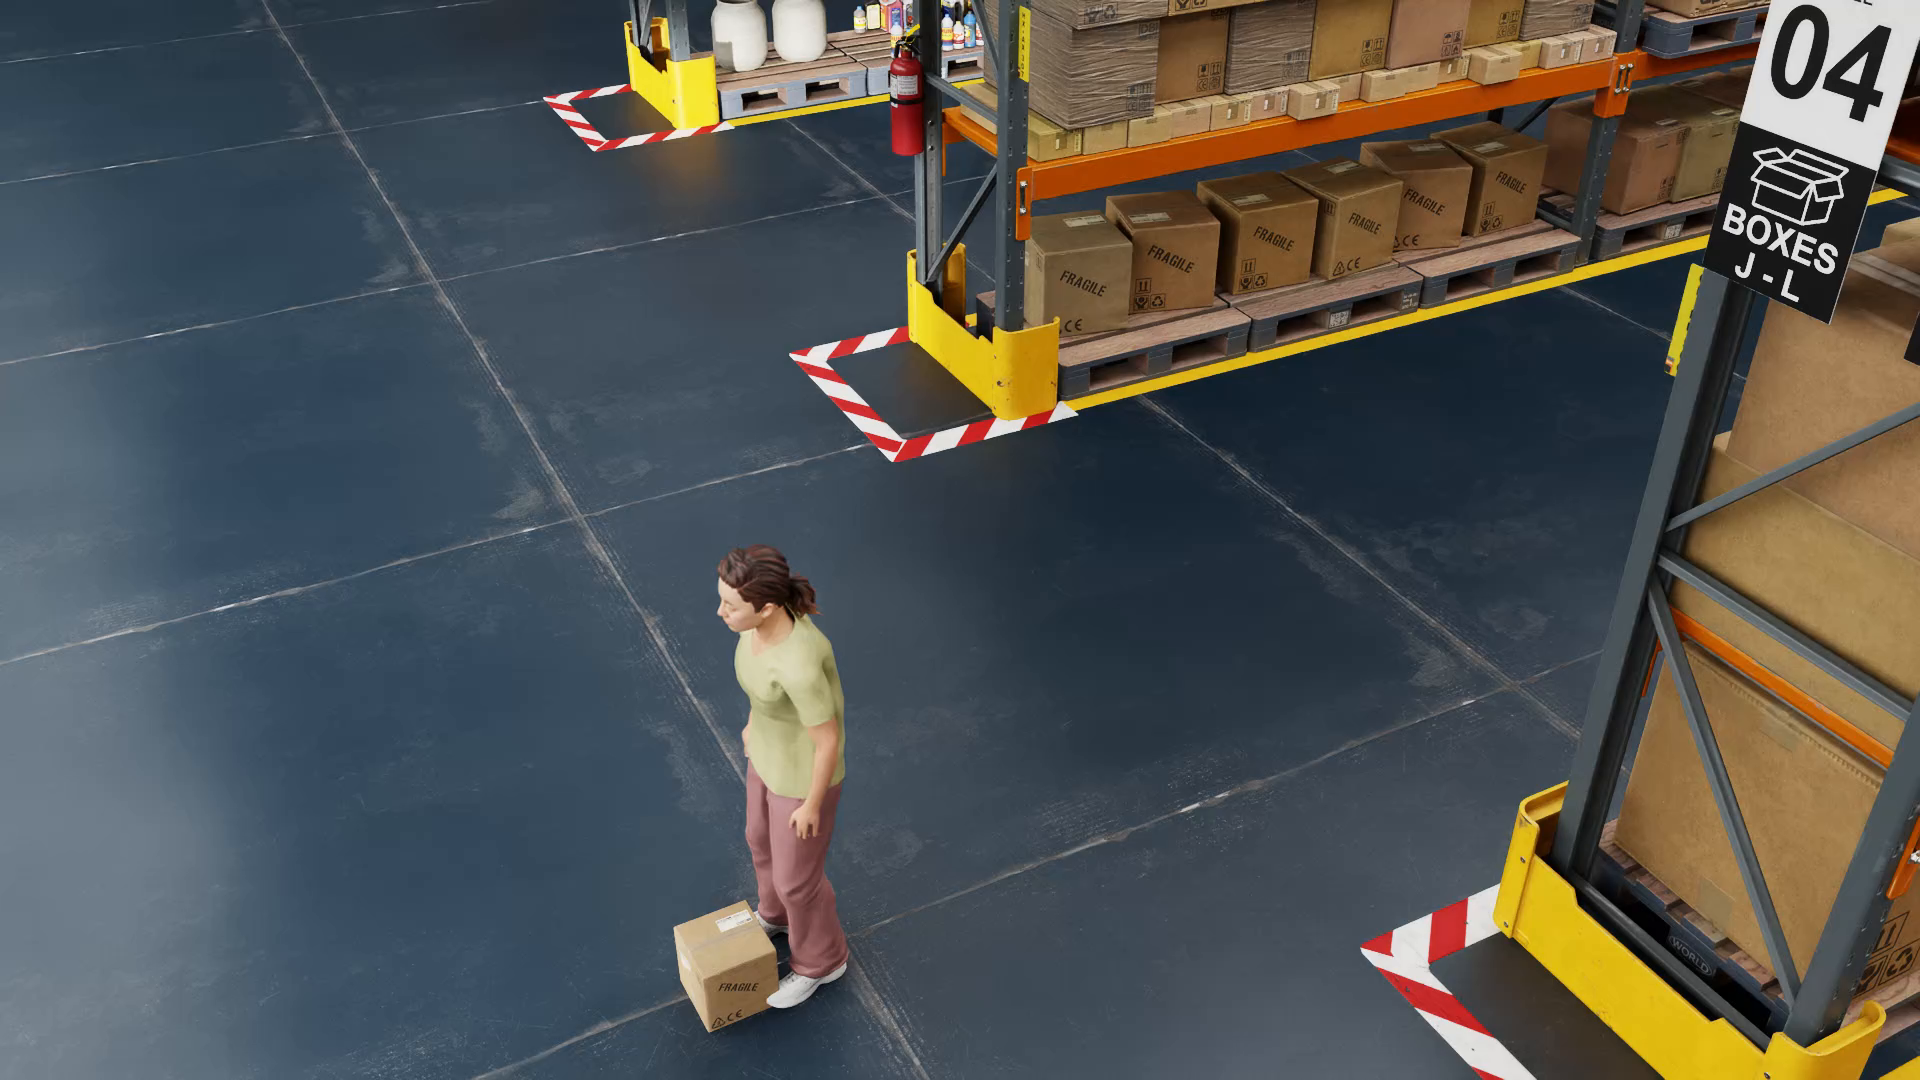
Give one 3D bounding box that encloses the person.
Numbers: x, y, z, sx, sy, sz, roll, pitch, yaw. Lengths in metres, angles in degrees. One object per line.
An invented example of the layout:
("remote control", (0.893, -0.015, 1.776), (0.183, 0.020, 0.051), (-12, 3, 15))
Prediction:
("person", (-0.535, 0.704, 5.063), (0.357, 1.673, 0.499), (-16, 36, -23))
